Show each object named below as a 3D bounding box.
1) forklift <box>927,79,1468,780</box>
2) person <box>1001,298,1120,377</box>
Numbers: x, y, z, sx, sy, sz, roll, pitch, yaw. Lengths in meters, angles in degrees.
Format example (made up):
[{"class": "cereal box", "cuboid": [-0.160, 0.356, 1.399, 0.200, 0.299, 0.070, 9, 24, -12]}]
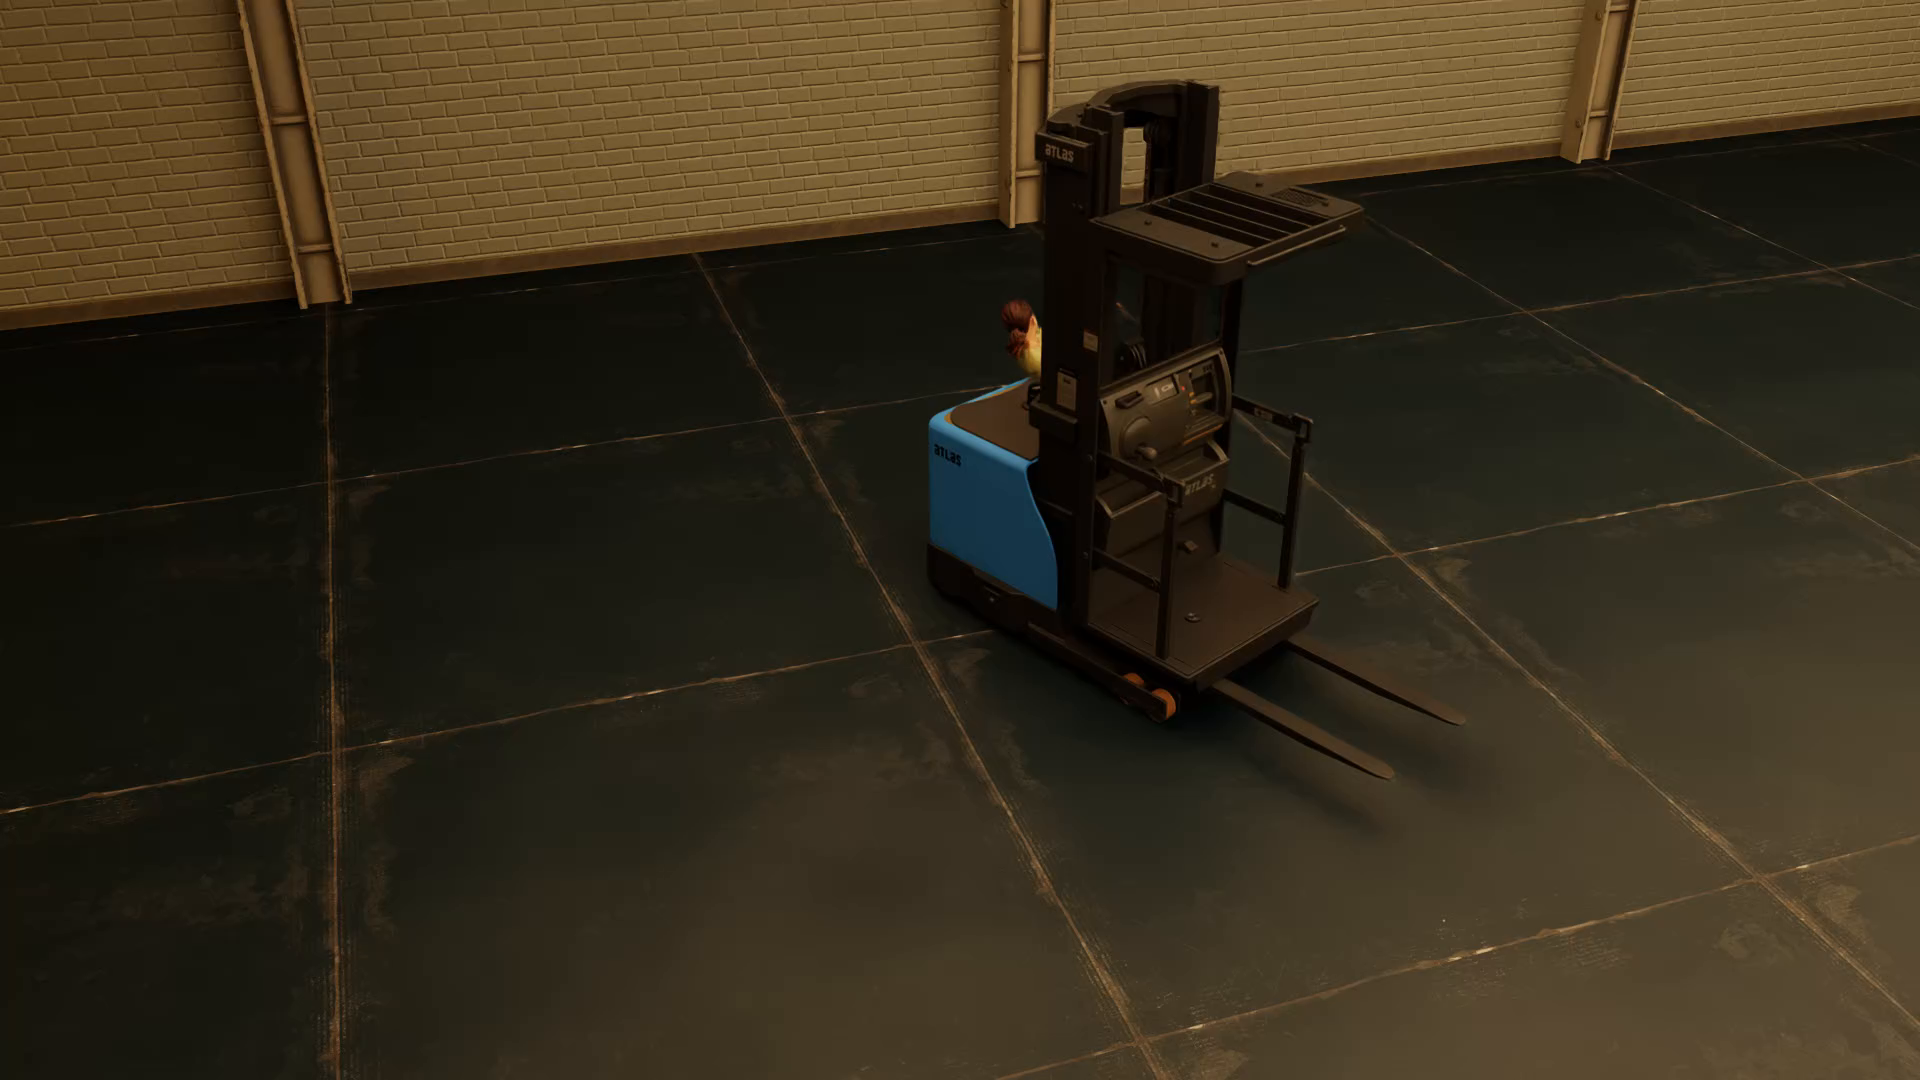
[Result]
[{"class": "forklift", "cuboid": [1.185, -0.639, 8.197, 1.130, 2.935, 3.031, -25, 38, -36]}, {"class": "person", "cuboid": [0.648, -0.690, 9.742, 0.740, 1.438, 0.961, -18, 34, -28]}]
